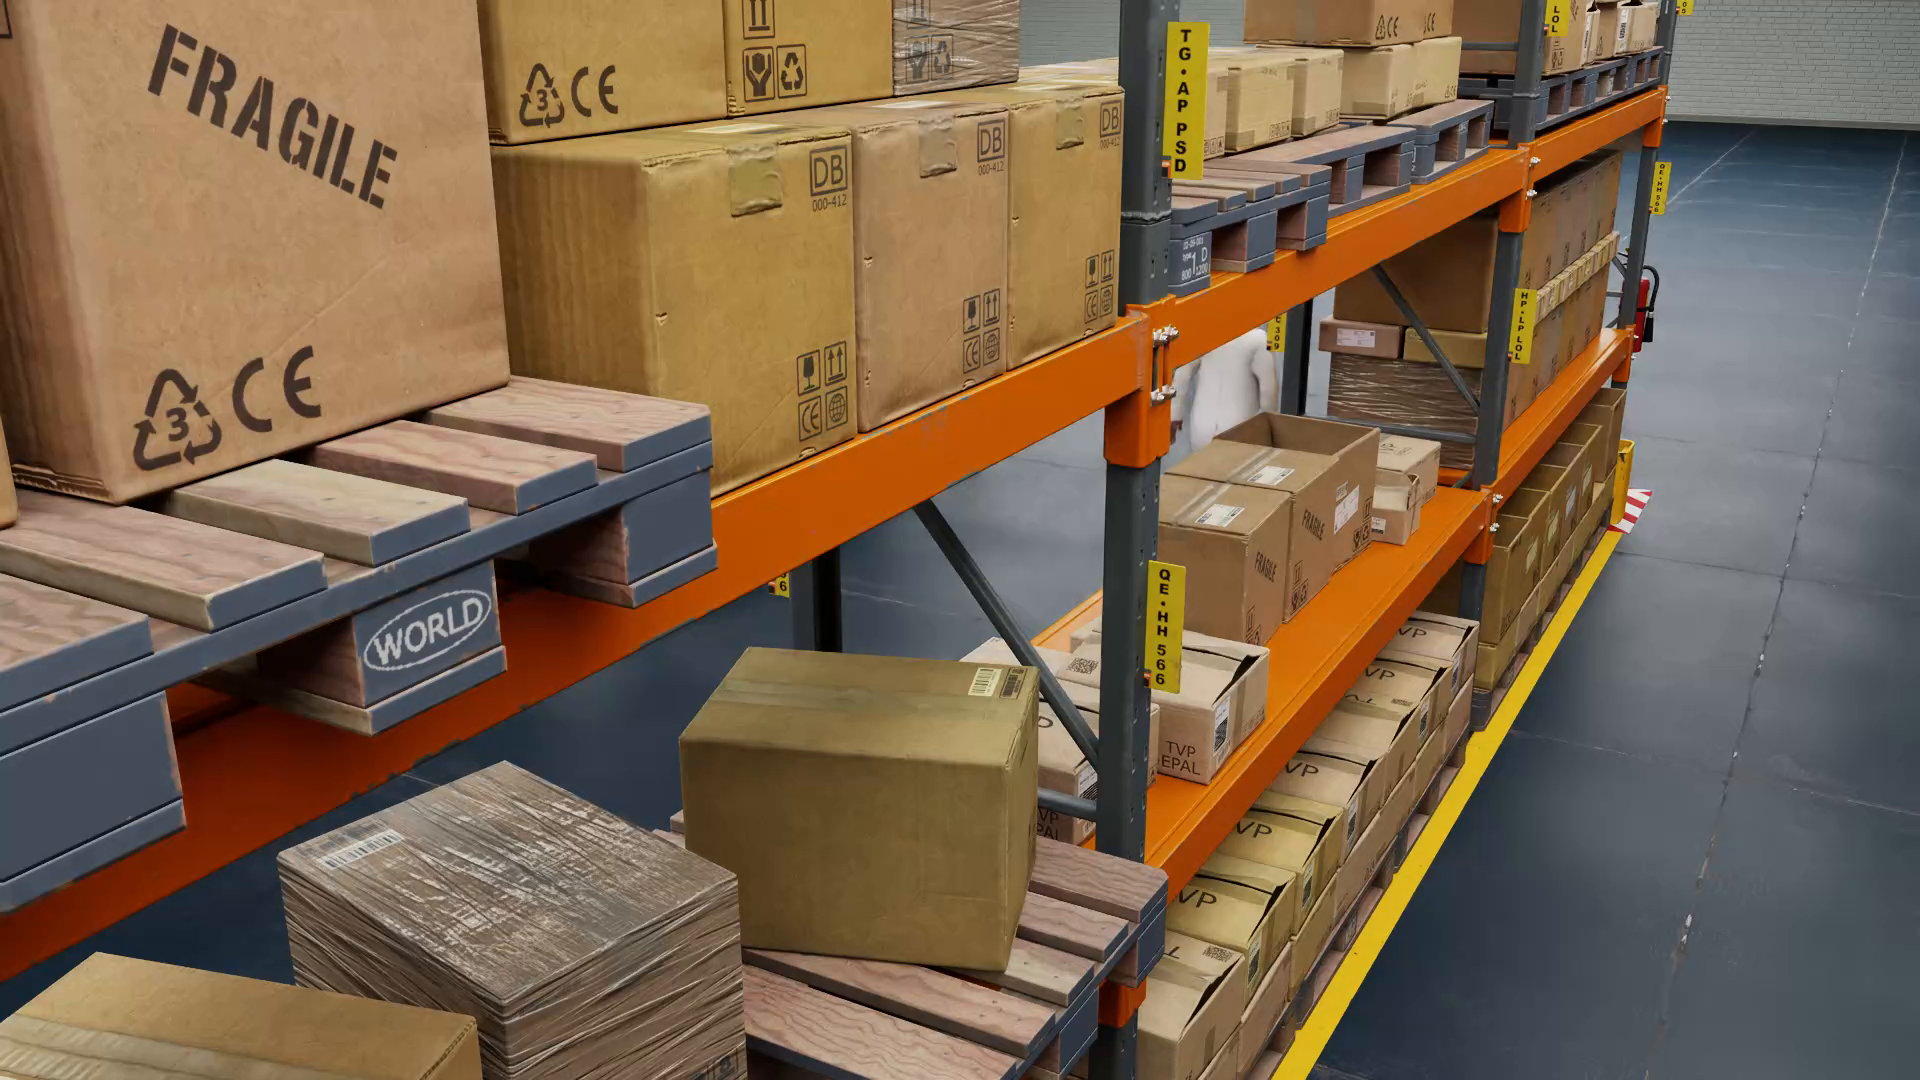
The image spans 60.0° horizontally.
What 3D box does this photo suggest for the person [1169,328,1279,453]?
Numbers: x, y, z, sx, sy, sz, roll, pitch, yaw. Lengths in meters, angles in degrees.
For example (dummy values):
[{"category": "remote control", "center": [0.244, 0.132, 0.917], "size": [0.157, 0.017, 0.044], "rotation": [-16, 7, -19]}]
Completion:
[{"category": "person", "center": [1.573, -0.667, 9.996], "size": [0.685, 1.805, 0.558], "rotation": [10, 22, 27]}]
